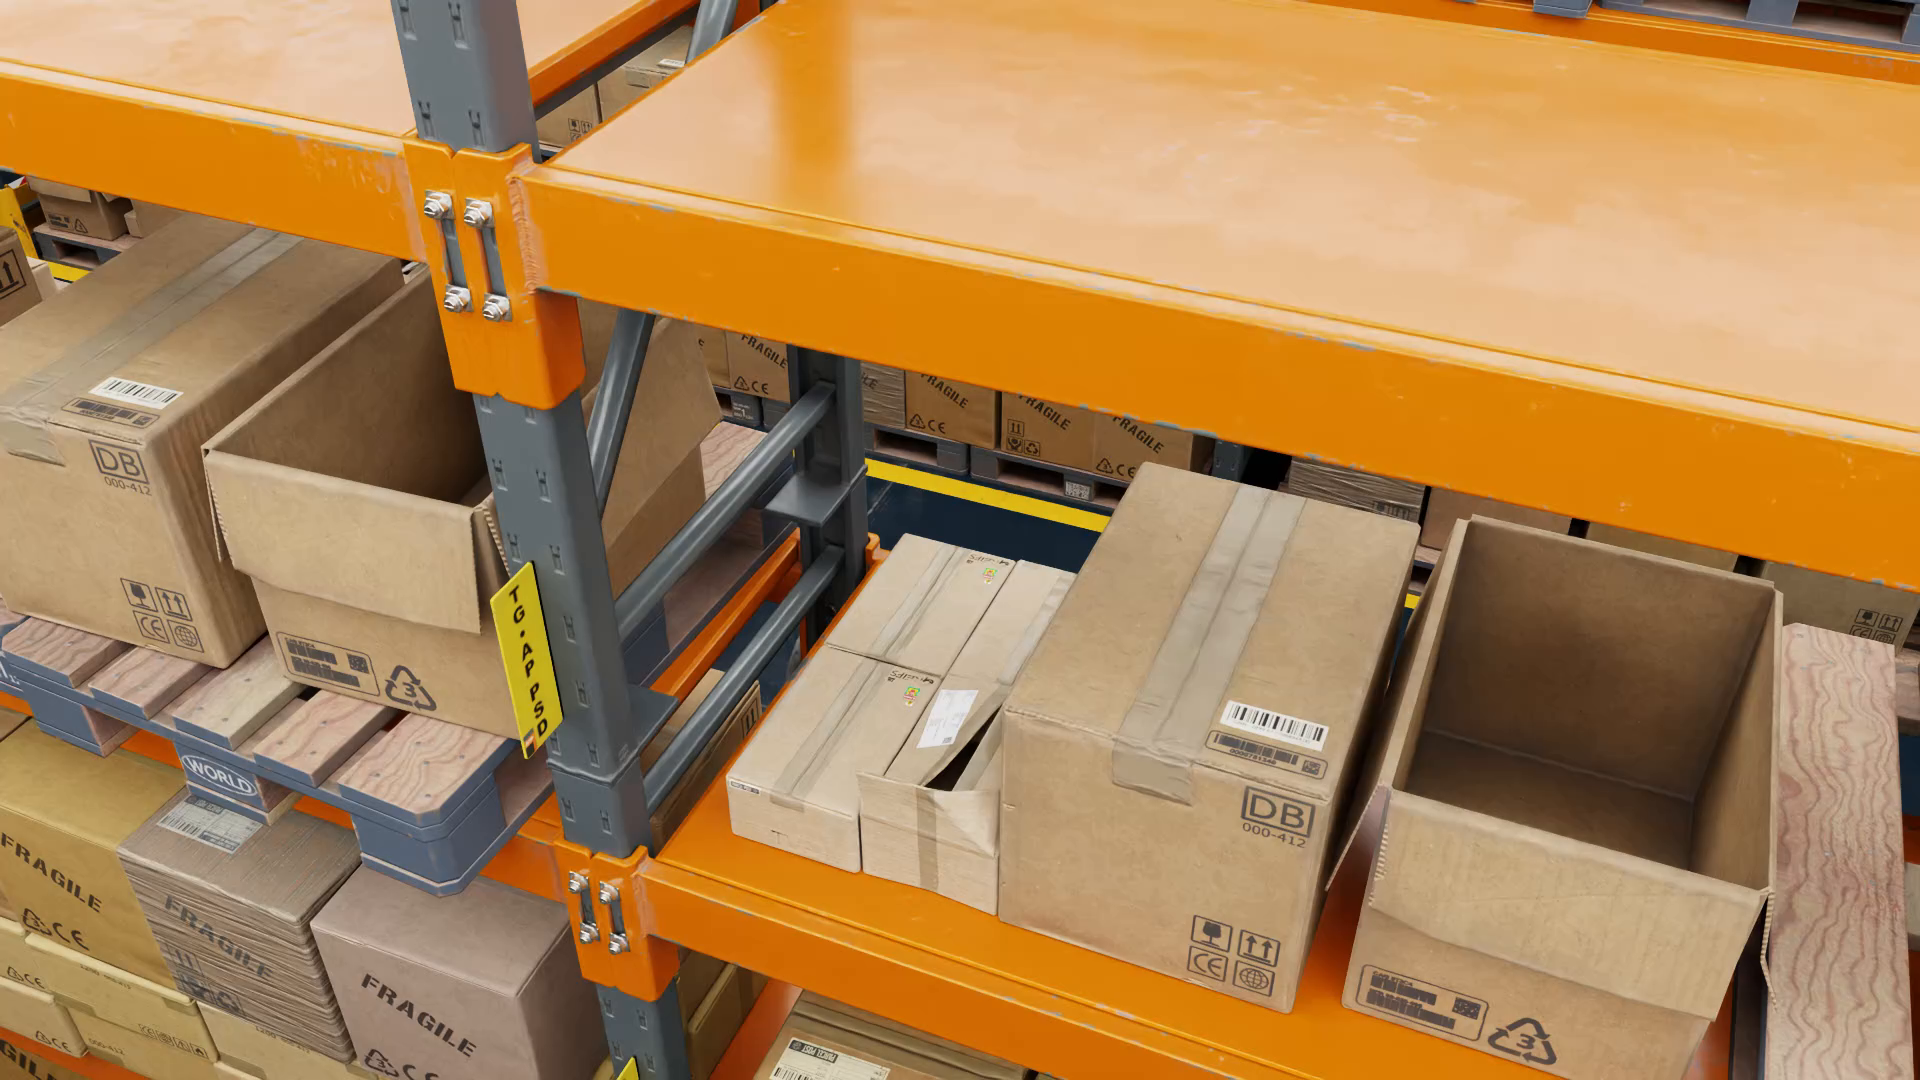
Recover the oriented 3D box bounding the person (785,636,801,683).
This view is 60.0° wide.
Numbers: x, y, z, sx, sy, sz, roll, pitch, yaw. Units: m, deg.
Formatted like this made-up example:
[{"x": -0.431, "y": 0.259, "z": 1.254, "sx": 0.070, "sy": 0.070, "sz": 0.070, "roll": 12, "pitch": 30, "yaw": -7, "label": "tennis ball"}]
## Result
[{"x": -0.414, "y": 0.622, "z": 6.656, "sx": 0.527, "sy": 0.968, "sz": 0.834, "roll": 14, "pitch": 39, "yaw": 18, "label": "person"}]
